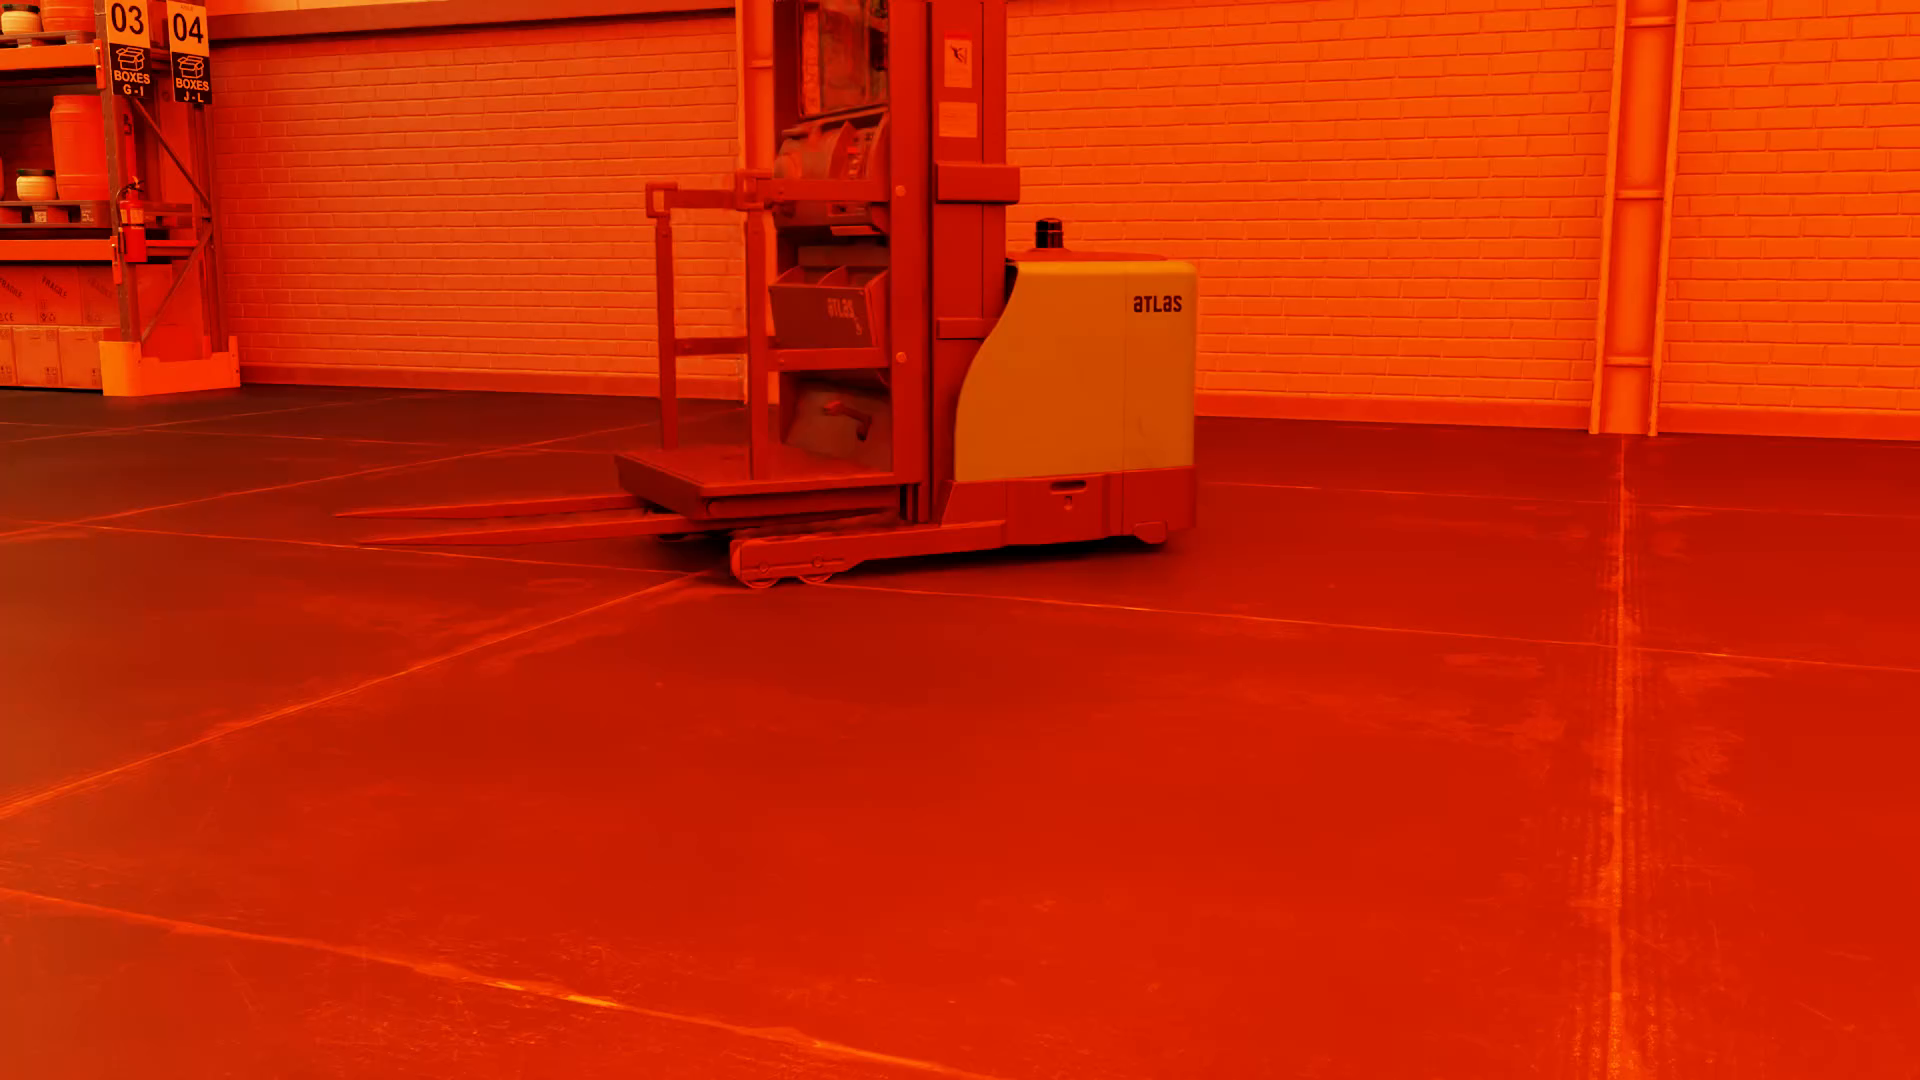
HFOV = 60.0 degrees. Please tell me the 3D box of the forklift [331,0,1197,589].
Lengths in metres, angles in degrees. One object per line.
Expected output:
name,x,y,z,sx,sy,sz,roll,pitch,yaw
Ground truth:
forklift,-0.652,-1.382,5.866,3.031,2.935,1.130,-5,11,-27
